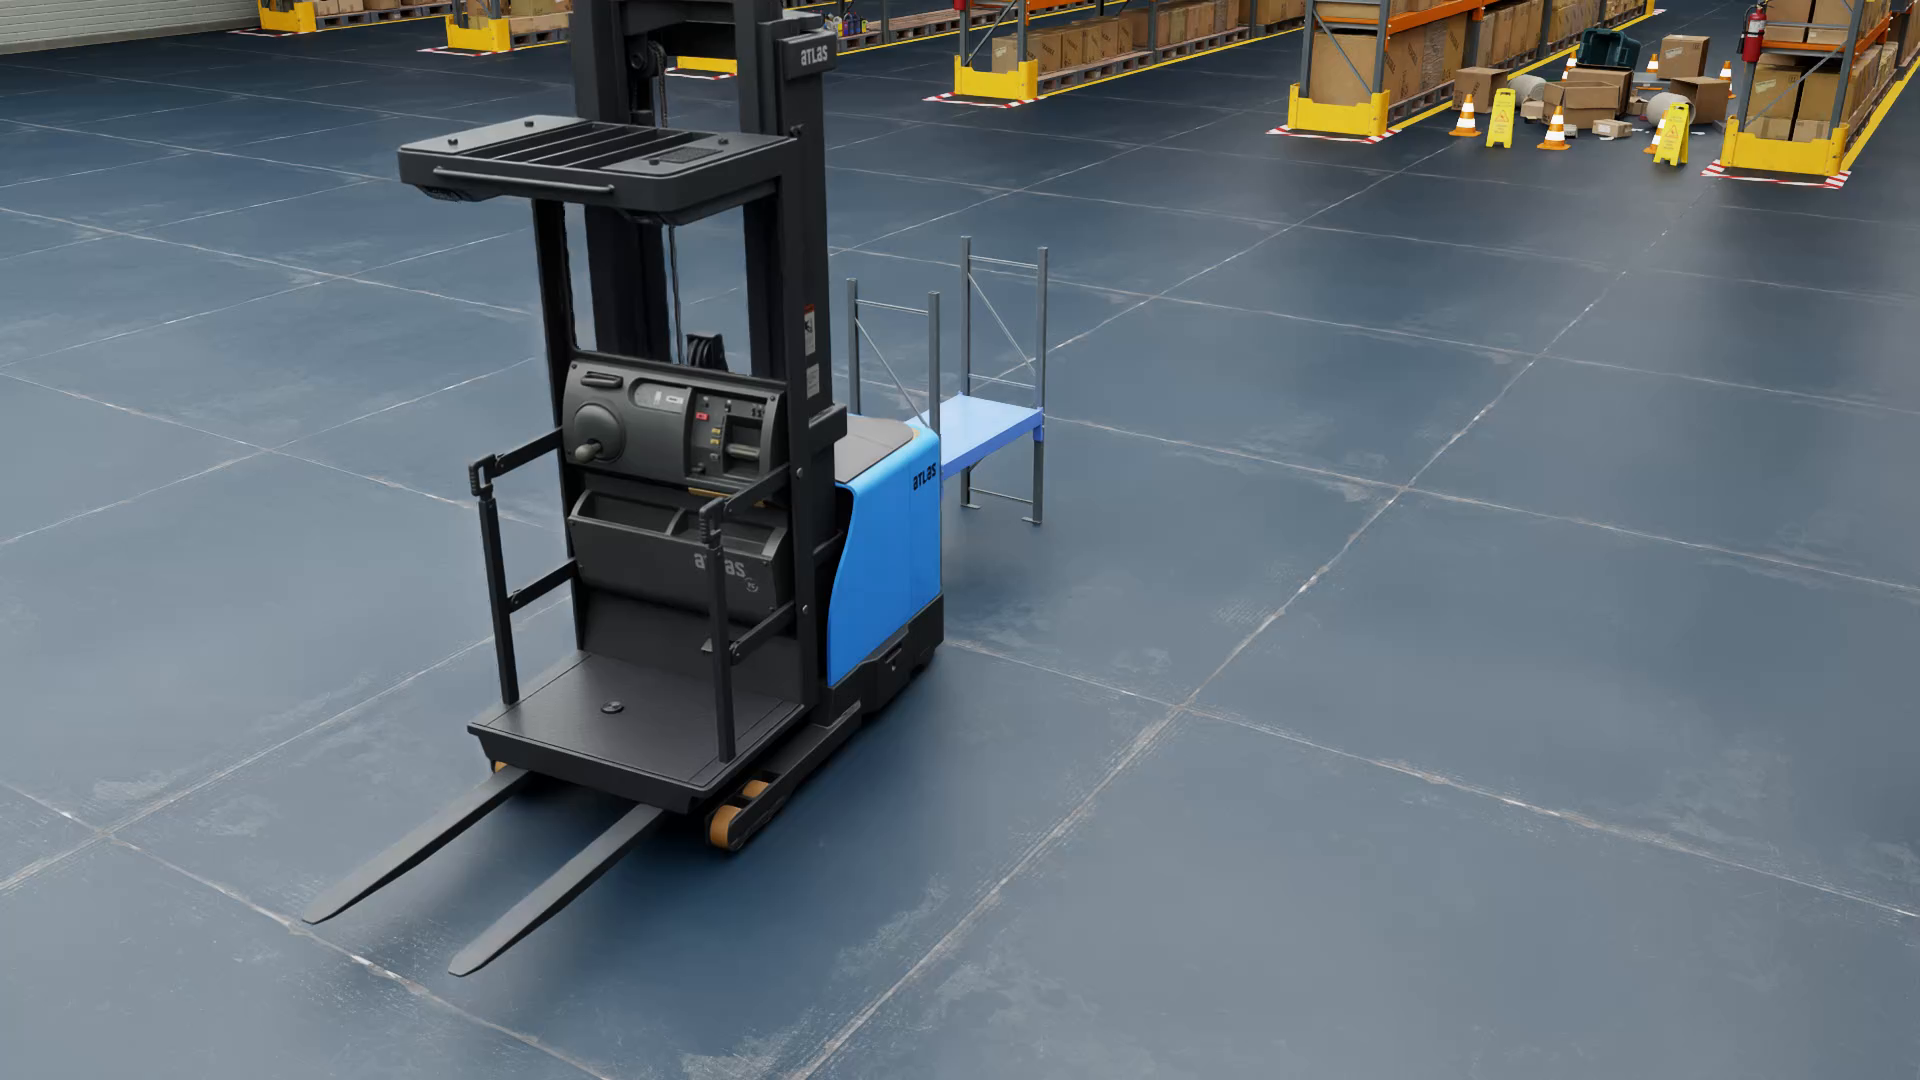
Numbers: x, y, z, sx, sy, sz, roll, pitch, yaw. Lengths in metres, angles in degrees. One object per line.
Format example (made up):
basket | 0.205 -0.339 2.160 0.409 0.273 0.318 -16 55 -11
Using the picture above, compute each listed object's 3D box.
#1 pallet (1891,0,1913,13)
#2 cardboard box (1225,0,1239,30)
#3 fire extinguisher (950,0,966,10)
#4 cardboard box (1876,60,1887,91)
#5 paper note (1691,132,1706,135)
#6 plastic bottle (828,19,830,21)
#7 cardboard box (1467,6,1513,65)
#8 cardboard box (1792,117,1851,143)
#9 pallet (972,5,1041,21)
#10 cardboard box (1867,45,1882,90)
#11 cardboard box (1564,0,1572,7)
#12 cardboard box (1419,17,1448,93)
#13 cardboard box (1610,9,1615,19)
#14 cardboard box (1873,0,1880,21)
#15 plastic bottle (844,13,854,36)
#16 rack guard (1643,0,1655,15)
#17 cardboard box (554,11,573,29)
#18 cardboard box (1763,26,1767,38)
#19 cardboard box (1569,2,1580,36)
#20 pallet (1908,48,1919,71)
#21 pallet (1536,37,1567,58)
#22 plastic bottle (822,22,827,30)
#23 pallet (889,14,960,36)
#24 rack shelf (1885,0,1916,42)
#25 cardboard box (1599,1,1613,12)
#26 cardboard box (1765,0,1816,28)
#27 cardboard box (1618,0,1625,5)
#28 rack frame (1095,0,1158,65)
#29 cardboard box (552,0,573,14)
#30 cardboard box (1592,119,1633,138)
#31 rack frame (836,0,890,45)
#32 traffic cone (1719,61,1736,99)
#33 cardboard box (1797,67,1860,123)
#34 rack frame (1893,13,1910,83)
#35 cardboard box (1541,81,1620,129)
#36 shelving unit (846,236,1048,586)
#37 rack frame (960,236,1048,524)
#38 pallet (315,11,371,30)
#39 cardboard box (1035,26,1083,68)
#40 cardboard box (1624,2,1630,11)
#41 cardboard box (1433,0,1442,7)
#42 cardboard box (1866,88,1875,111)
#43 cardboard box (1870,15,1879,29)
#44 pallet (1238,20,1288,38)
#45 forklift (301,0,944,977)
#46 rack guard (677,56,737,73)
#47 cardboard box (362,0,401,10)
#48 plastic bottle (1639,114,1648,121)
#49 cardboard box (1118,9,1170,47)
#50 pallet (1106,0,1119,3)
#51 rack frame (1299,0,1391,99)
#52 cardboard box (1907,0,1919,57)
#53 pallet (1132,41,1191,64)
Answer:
pallet | 11.506 -6.883 21.115 1.003 0.211 1.213 14 27 29
cardboard box | 4.333 -8.995 28.344 0.700 0.500 0.500 12 26 26
fire extinguisher | -0.002 -7.492 22.379 0.296 0.674 0.183 14 27 29
cardboard box | 11.630 -6.151 21.962 0.950 0.372 0.625 16 28 32
paper note | 8.913 -4.913 20.061 0.142 0.019 0.148 5 24 11
plastic bottle | -2.115 -8.375 27.185 0.061 0.283 0.133 14 27 29
cardboard box | 7.483 -7.460 24.510 1.050 0.750 0.750 14 27 29
cardboard box | 9.529 -4.538 18.390 0.500 0.250 0.500 14 27 29
pallet | 0.842 -10.203 32.053 1.003 0.211 1.213 14 27 29
cardboard box | 10.895 -5.762 20.274 0.500 0.500 0.500 13 27 28
cardboard box | 9.667 -8.839 27.067 0.500 0.250 0.500 13 27 28
cardboard box | 5.857 -6.462 22.046 0.875 0.875 0.875 14 27 29
cardboard box | 11.546 -9.476 29.924 0.380 0.149 0.250 15 27 30
cardboard box | 9.893 -6.025 18.392 0.500 0.500 0.500 13 27 28
plastic bottle | -1.844 -8.502 27.394 0.144 0.351 0.185 12 26 26
rack guard | 13.010 -10.624 32.662 1.175 0.500 0.348 14 27 29
cardboard box | -6.968 -8.951 28.583 0.500 0.250 0.500 14 27 29
cardboard box | 8.924 -5.558 18.129 0.380 0.149 0.250 14 27 28
cardboard box | 9.949 -8.672 27.624 0.500 0.500 0.500 13 27 28
pallet | 14.213 -7.474 25.749 1.003 0.211 1.213 14 27 29
pallet | 9.244 -8.080 27.150 1.003 0.211 1.213 14 27 29
plastic bottle | -2.196 -8.222 26.848 0.097 0.271 0.097 0 23 0
pallet | -0.624 -9.265 29.886 1.003 0.211 1.213 14 27 29
rack shelf | 12.034 -7.088 22.253 1.077 0.370 4.000 14 27 29
cardboard box | 11.403 -9.523 29.657 0.380 0.149 0.250 15 28 31
cardboard box | 8.921 -5.817 17.910 0.500 0.500 0.500 13 27 28
cardboard box | 12.055 -9.967 30.683 0.380 0.149 0.250 14 27 29
rack frame | 2.560 -8.820 25.348 1.000 3.000 0.127 14 27 29
cardboard box | -6.977 -9.297 28.439 0.500 0.500 0.500 14 27 29
cardboard box | 7.844 -4.950 19.998 0.250 0.149 0.380 -12 26 -26
rack frame | -1.648 -9.858 27.746 1.000 3.000 0.127 14 27 29
traffic cone | 10.444 -6.291 22.700 0.336 0.463 0.334 14 27 29
cardboard box | 9.541 -4.891 18.260 0.500 0.500 0.500 13 27 27
rack frame | 13.089 -8.093 23.670 1.000 3.000 0.127 14 27 29
cardboard box | 7.645 -5.371 20.523 0.797 0.503 0.637 -3 24 -7
shelving unit | -0.045 -0.659 8.386 0.538 1.500 1.048 14 27 29
rack frame | 0.223 -0.831 8.782 0.500 1.500 0.032 14 27 29
pallet | -11.676 -9.597 30.653 1.003 0.211 1.213 14 27 29
cardboard box | 1.426 -7.139 24.083 0.500 0.500 0.500 17 29 34
cardboard box | 12.326 -10.007 31.151 0.380 0.149 0.250 14 27 30
cardboard box | 5.686 -7.140 21.280 0.875 0.550 0.500 14 27 29
cardboard box | 10.895 -5.418 20.423 0.500 0.250 0.500 15 28 31
cardboard box | 10.270 -5.938 19.006 0.380 0.149 0.250 14 27 29
pallet | 5.150 -9.141 29.599 1.003 0.211 1.213 14 27 29
forklift | -1.169 -0.402 5.988 1.130 2.935 3.031 11 26 24
rack guard | -3.758 -7.396 25.206 1.175 0.500 0.348 14 27 29
cardboard box | -11.003 -10.283 31.320 0.700 0.500 0.500 12 26 26
plastic bottle | 8.705 -5.352 21.037 0.133 0.061 0.283 20 30 38
cardboard box | 2.902 -8.078 26.226 0.700 0.500 0.500 12 26 25
pallet | 2.927 -11.535 35.129 1.003 0.211 1.213 14 27 29
rack frame | 4.610 -6.396 19.750 1.000 3.000 0.127 14 27 29
cardboard box | 13.998 -7.827 25.200 0.875 0.875 0.875 14 27 30
pallet | 2.969 -7.803 26.510 1.003 0.211 1.213 14 27 29
